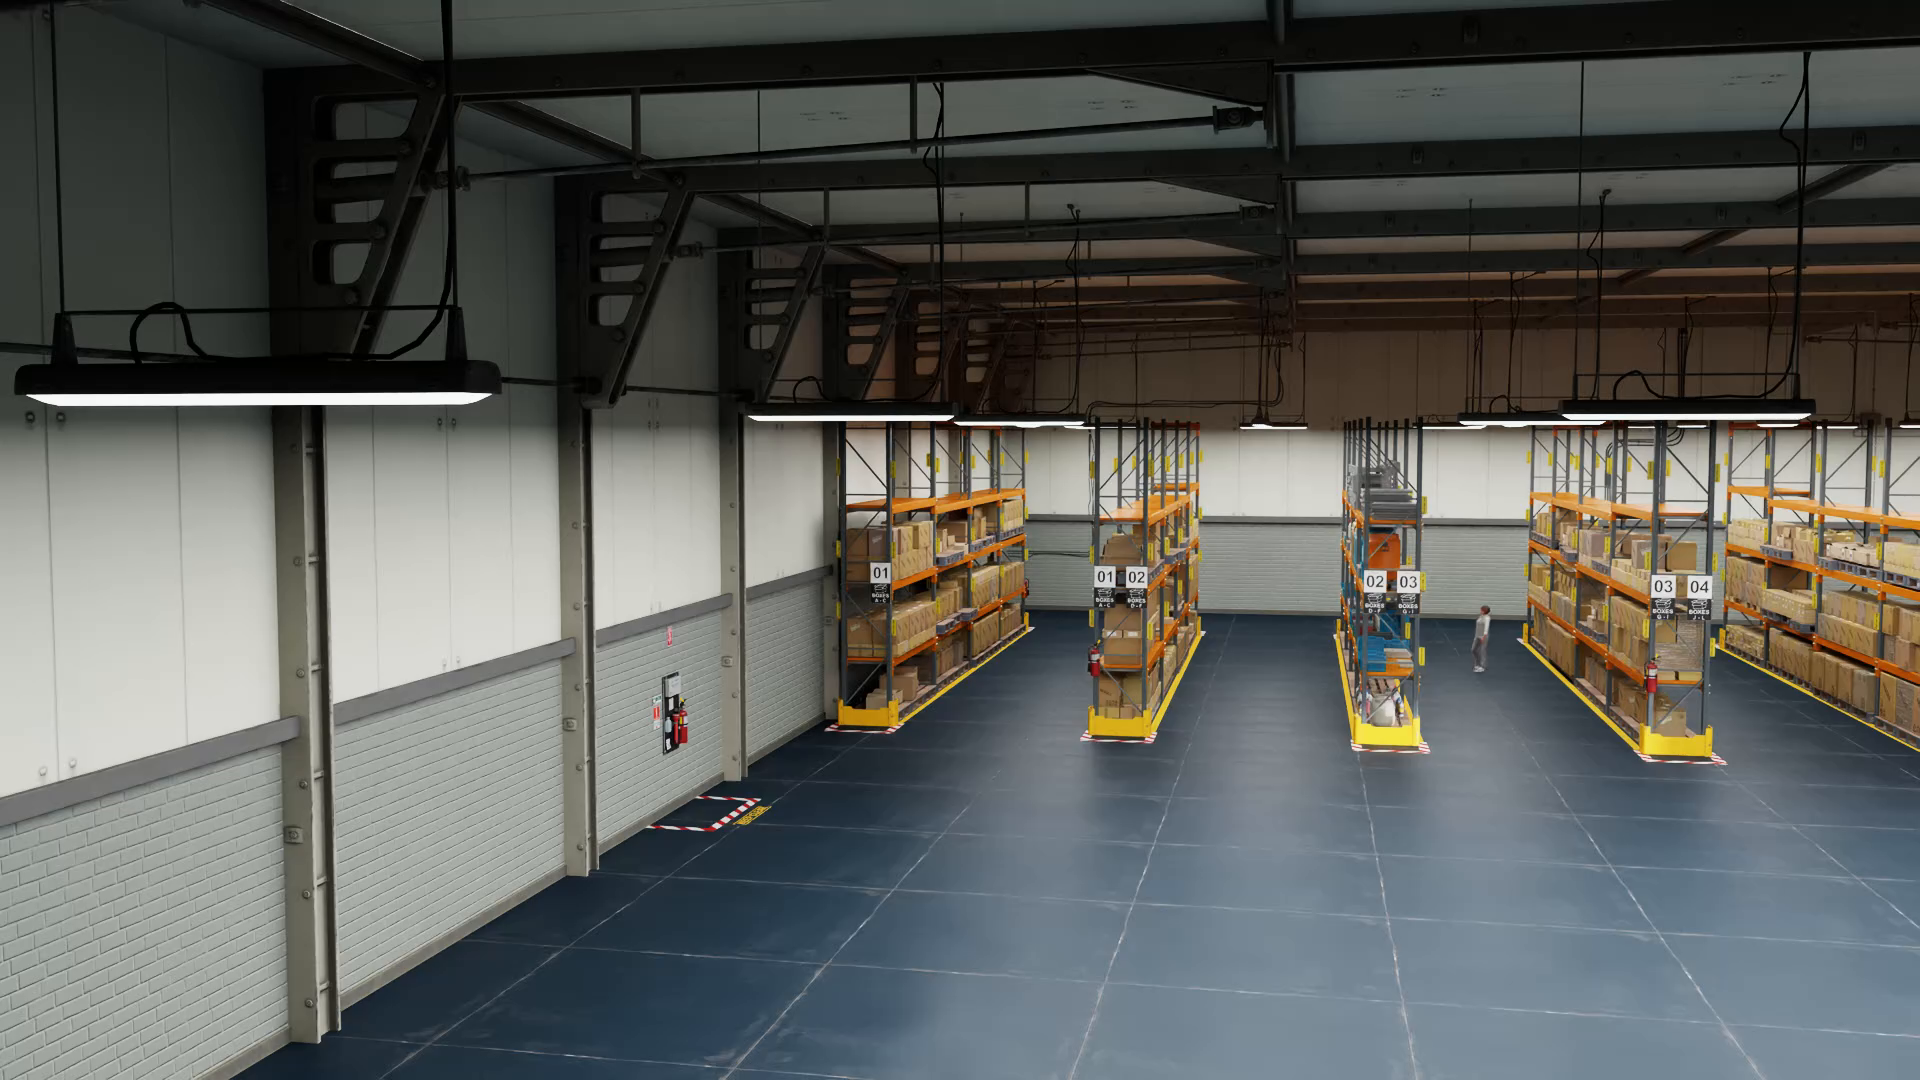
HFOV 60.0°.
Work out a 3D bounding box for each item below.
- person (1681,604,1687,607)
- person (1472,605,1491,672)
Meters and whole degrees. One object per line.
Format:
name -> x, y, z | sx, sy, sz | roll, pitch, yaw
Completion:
person -> 19.358, 1.959, 44.730 | 0.509, 1.703, 0.552 | -3, 5, -39
person -> 12.480, 2.363, 39.758 | 0.388, 1.621, 0.439 | -2, 4, -27
